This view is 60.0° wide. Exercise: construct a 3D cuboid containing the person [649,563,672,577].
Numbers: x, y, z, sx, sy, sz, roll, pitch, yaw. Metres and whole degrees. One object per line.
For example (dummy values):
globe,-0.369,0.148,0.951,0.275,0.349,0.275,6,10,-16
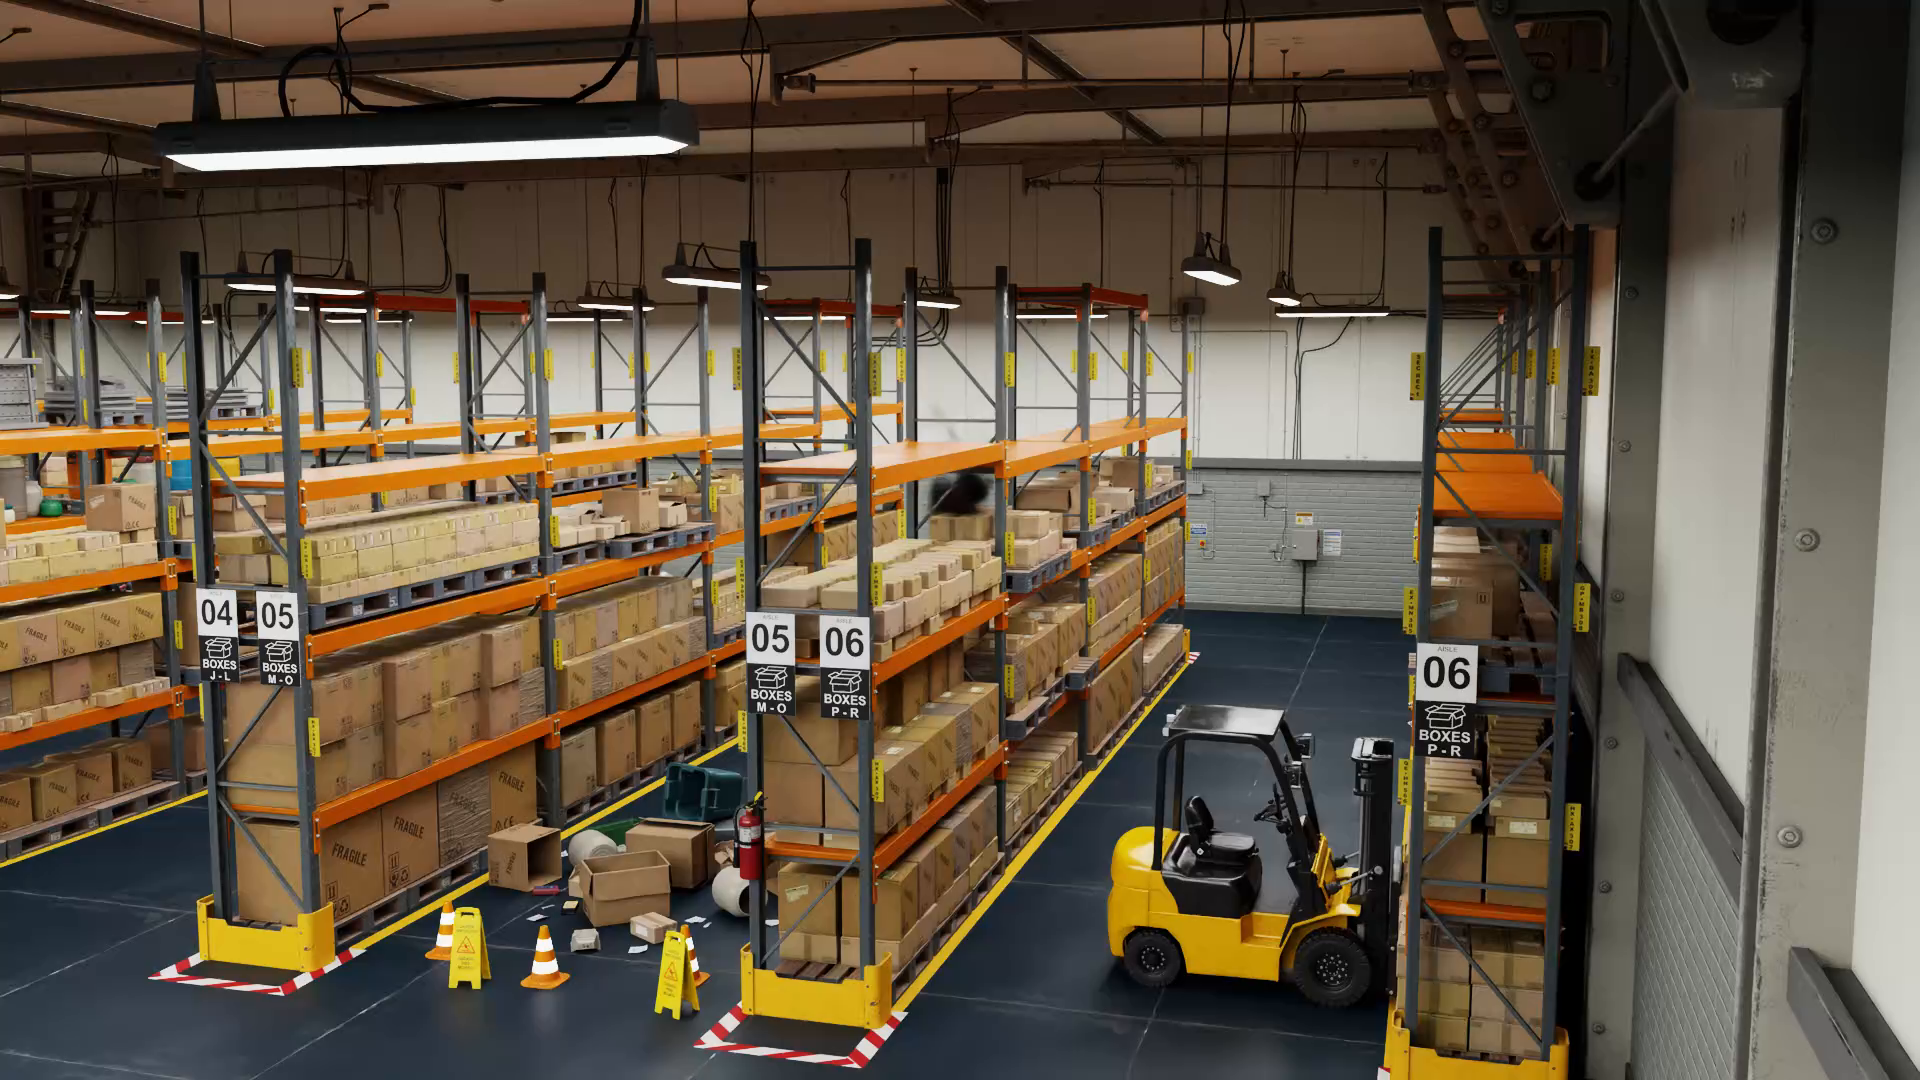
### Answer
person,-5.139,1.137,28.097,0.696,1.763,0.955,1,7,11
